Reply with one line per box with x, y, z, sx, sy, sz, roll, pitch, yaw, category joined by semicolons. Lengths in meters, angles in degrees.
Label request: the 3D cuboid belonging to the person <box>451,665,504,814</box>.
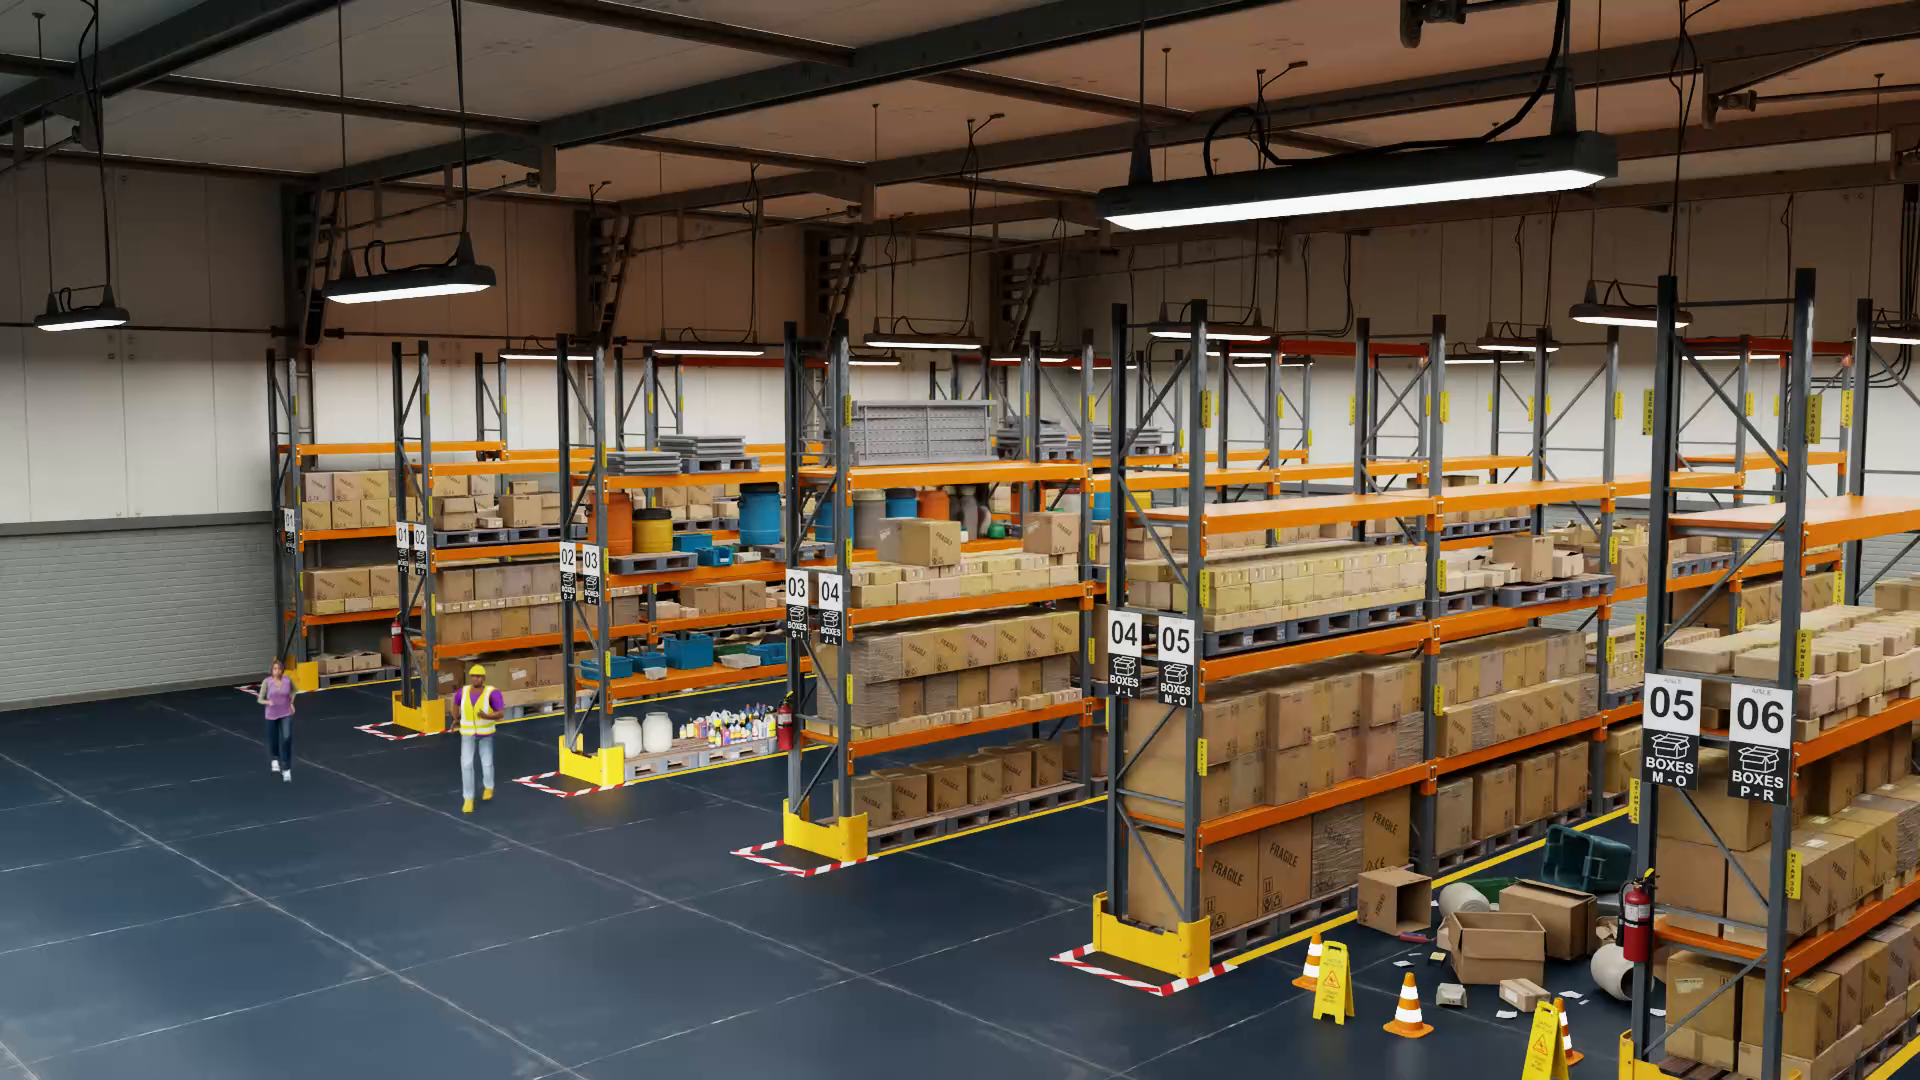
-6.058;2.468;20.901;0.674;1.821;0.787;-1;5;-8;person

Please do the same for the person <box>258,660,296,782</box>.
-9.240;2.421;22.531;0.499;1.632;0.809;-2;5;-25;person

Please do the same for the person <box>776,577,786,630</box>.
-3.382;1.409;33.302;0.638;1.835;0.781;4;6;36;person
